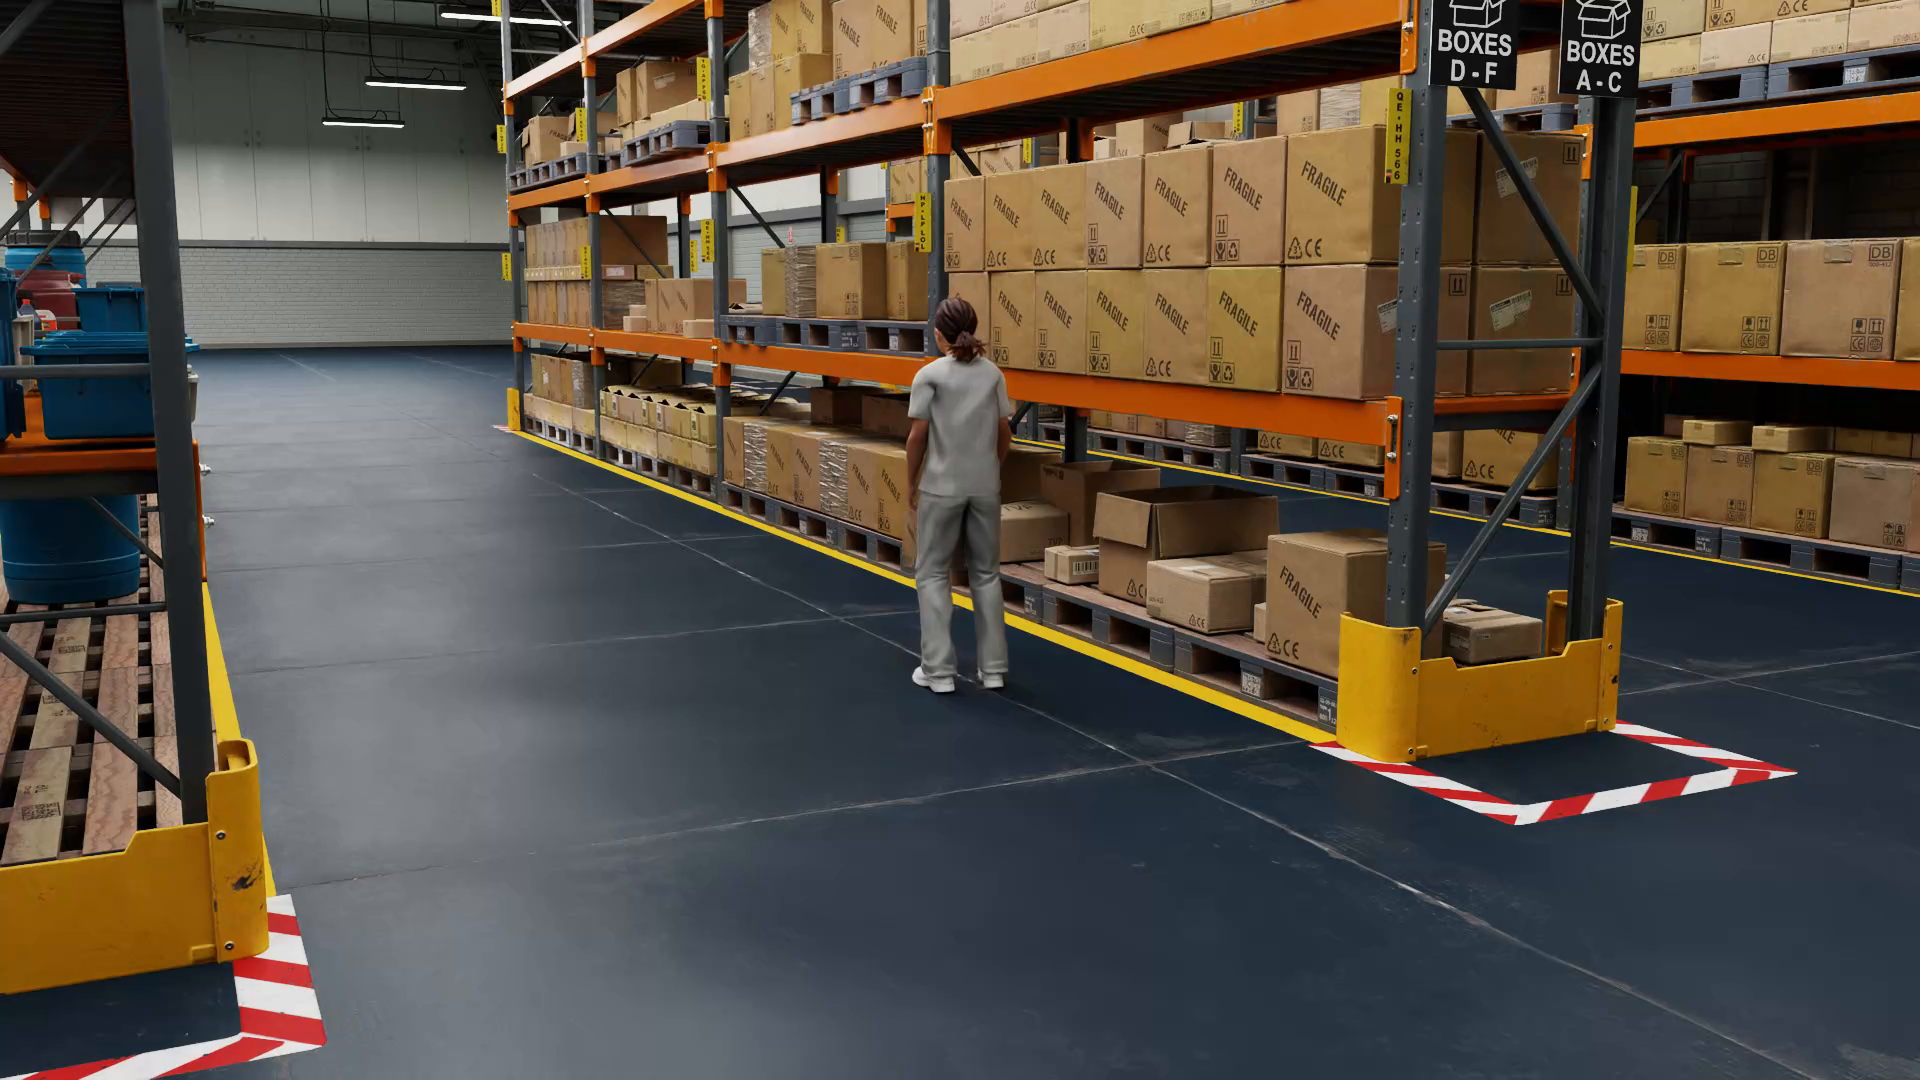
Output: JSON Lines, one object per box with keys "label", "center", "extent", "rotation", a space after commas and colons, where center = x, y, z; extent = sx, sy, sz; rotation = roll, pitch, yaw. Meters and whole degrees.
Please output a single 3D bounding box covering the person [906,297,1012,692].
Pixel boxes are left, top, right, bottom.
{"label": "person", "center": [-0.010, -0.072, 7.127], "extent": [0.471, 1.433, 0.362], "rotation": [-3, 9, -20]}
